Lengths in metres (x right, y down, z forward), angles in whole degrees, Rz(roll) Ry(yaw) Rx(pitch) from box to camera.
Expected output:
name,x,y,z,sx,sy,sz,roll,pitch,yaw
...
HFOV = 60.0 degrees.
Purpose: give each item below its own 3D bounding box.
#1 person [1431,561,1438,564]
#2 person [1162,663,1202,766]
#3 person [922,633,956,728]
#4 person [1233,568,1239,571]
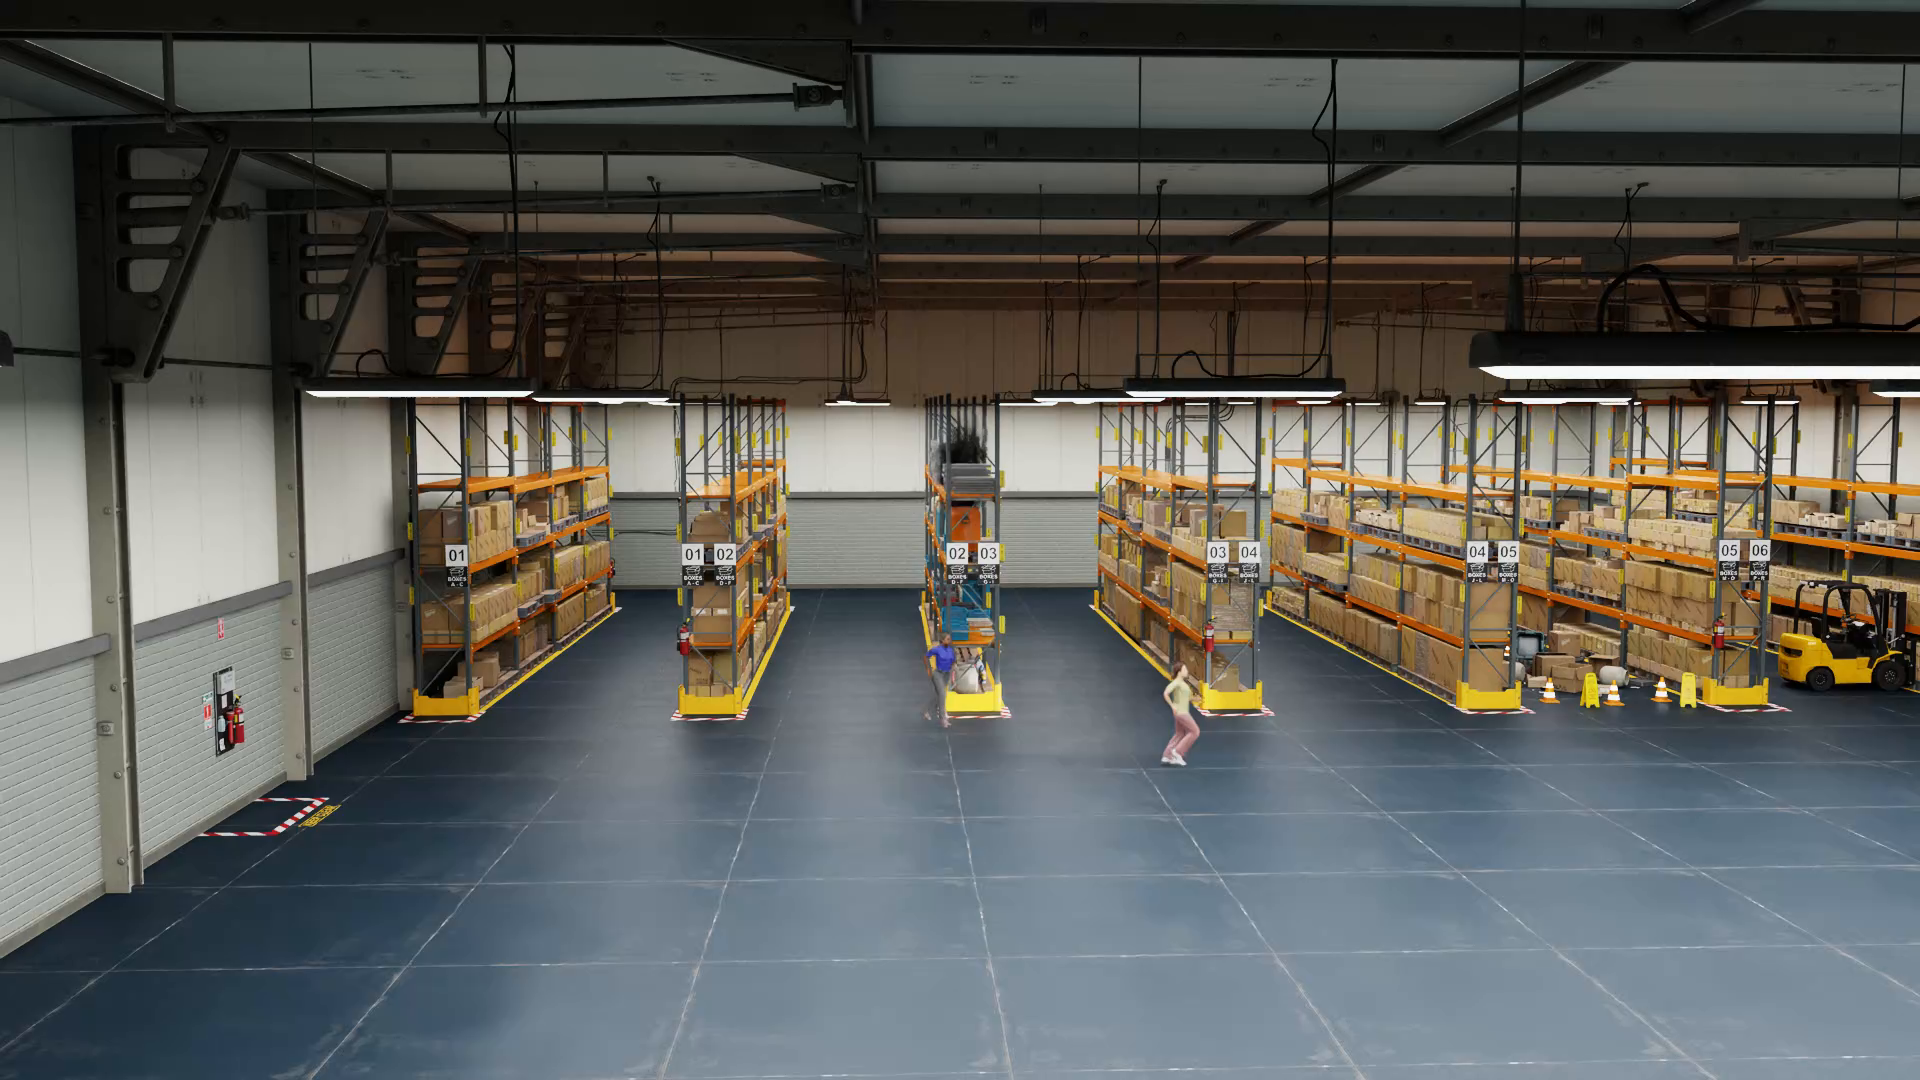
name,x,y,z,sx,sy,sz,roll,pitch,yaw
person,14.097,0.947,49.492,0.599,1.739,0.732,3,5,33
person,3.553,2.783,26.611,0.645,1.642,0.554,1,5,13
person,-0.325,2.513,30.249,0.613,1.641,0.884,-4,6,-42
person,7.653,1.246,46.405,0.603,1.667,0.812,0,5,0
